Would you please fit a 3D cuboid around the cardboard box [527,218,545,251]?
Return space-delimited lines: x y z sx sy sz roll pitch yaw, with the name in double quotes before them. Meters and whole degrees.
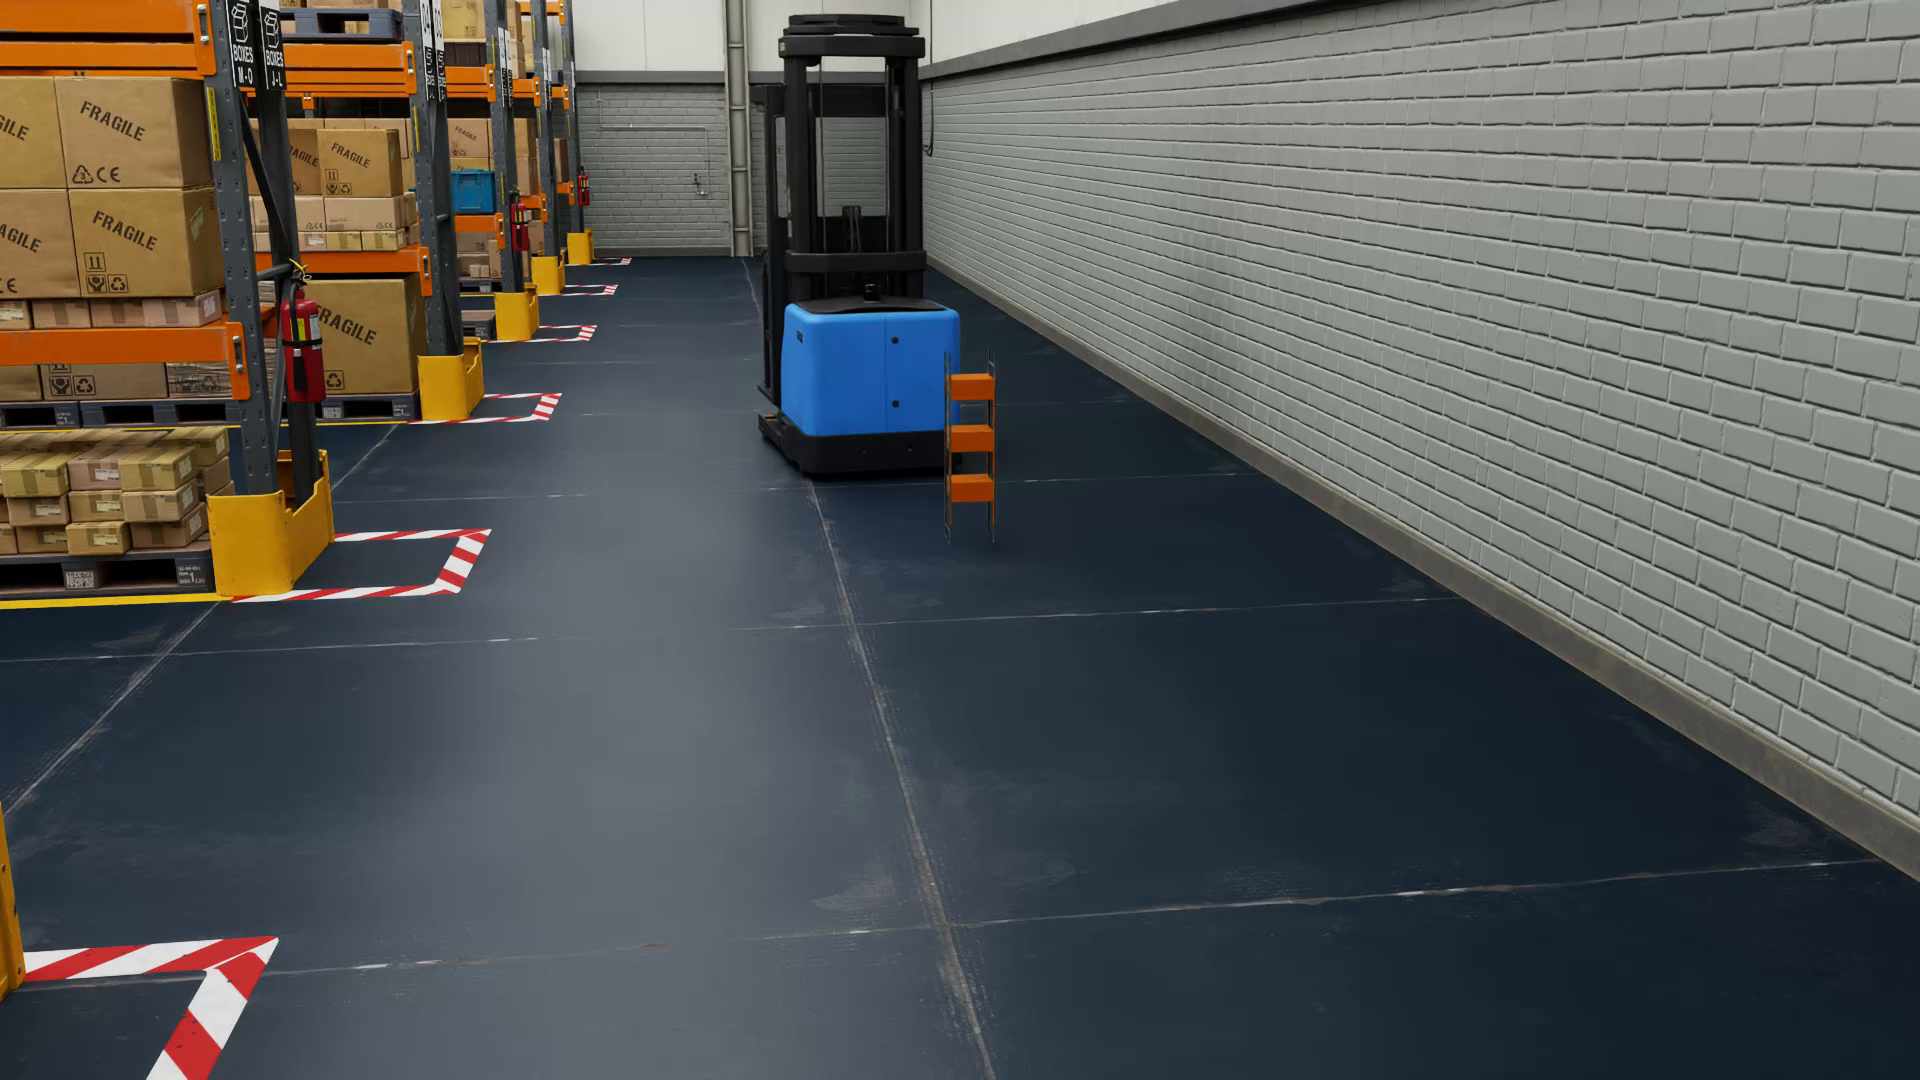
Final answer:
"cardboard box" -7.012 -5.038 27.418 0.500 0.500 0.700 -2 14 -8

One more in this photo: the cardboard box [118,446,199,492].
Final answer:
"cardboard box" -3.968 -0.354 8.241 0.250 0.149 0.380 -2 14 -8

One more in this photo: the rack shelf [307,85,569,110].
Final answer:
"rack shelf" -8.312 -7.129 26.796 4.000 0.370 1.077 -2 14 -8

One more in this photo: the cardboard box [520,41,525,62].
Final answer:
"cardboard box" -6.140 -6.573 22.380 0.500 0.250 0.500 -2 14 -8

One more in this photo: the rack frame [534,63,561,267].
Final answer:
"rack frame" -5.593 -4.904 22.612 0.127 3.000 1.000 -2 14 -8

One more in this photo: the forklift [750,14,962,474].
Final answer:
"forklift" -0.862 -2.160 11.810 1.130 2.935 3.031 -4 15 -15

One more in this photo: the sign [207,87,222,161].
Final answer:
"sign" -3.419 -1.905 7.623 0.005 0.325 0.100 -2 14 -8

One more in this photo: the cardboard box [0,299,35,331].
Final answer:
"cardboard box" -4.508 -1.096 7.940 0.250 0.149 0.380 -2 14 -7

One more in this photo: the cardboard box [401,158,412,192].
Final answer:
"cardboard box" -7.500 -4.817 22.056 0.500 0.500 0.500 -2 14 -9

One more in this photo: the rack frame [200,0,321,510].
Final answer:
"rack frame" -3.482 -1.325 8.338 0.127 3.000 1.000 -2 14 -8

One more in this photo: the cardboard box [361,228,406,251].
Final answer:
"cardboard box" -4.424 -2.307 12.773 0.250 0.149 0.380 -2 14 -7

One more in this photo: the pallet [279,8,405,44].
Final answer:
"pallet" -4.853 -3.904 12.638 1.213 0.211 1.003 -2 14 -8

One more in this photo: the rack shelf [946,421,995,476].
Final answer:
"rack shelf" 0.053 -0.501 9.104 0.240 0.259 0.215 -2 14 -8

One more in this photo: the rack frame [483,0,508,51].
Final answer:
"rack frame" -4.859 -6.623 17.130 0.127 3.000 1.000 -2 14 -8

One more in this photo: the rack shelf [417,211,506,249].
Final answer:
"rack shelf" -6.836 -3.291 17.659 4.000 0.370 1.077 -2 14 -8

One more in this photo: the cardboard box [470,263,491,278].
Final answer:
"cardboard box" -6.508 -3.672 22.616 0.250 0.166 0.380 -2 14 -8

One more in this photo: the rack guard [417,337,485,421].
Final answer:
"rack guard" -4.097 -1.310 13.417 0.348 0.500 1.175 -2 14 -8

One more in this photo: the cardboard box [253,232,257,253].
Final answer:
"cardboard box" -5.434 -2.270 12.624 0.250 0.149 0.380 -2 14 -10

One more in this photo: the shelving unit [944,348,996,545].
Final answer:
"shelving unit" 0.053 -0.511 9.102 0.252 1.050 0.215 -2 14 -8

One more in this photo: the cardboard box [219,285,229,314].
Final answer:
"cardboard box" -3.851 -1.270 8.636 0.250 0.149 0.380 -2 14 -9

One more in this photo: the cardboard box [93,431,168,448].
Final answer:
"cardboard box" -4.305 -0.458 8.656 0.250 0.149 0.380 -2 14 -7

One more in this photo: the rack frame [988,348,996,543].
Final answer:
"rack frame" 0.174 -0.516 9.119 0.008 1.050 0.200 -2 14 -8

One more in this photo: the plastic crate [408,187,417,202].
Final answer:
"plastic crate" -5.803 -3.707 18.058 0.300 0.233 0.416 -2 14 -8

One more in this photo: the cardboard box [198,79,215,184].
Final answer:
"cardboard box" -3.965 -2.050 8.357 0.500 0.500 0.500 -2 14 -9

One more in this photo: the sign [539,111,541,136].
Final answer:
"sign" -5.530 -5.485 21.897 0.005 0.325 0.100 -2 14 -8

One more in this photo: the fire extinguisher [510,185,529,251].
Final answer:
"fire extinguisher" -4.642 -3.391 17.501 0.183 0.674 0.296 -2 14 -8

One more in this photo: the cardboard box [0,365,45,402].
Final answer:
"cardboard box" -7.412 -1.554 12.758 0.875 0.875 0.875 -2 14 -8

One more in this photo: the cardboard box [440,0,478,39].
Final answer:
"cardboard box" -6.605 -6.873 22.032 0.500 0.500 0.700 -2 14 -8

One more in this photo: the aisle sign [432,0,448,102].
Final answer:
"aisle sign" -4.094 -3.857 13.091 0.004 0.787 0.394 -2 14 -8

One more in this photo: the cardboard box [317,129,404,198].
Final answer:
"cardboard box" -4.563 -2.876 12.678 0.500 0.500 0.500 -2 14 -8

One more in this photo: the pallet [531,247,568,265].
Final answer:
"pallet" -7.114 -4.695 27.511 1.213 0.211 1.003 -2 14 -8

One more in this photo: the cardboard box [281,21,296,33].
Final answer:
"cardboard box" -8.558 -6.759 21.578 0.500 0.500 0.700 -2 14 -8

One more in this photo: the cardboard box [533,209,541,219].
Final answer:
"cardboard box" -6.918 -5.405 27.549 0.250 0.149 0.380 -2 14 -8

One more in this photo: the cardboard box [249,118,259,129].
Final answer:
"cardboard box" -9.040 -5.242 21.698 0.500 0.500 0.500 -2 14 -7

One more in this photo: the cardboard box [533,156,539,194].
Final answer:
"cardboard box" -6.071 -5.000 22.788 0.500 0.500 0.500 -2 14 -7

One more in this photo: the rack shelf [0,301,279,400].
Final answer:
"rack shelf" -5.459 -0.903 8.136 4.000 0.370 1.077 -2 14 -8

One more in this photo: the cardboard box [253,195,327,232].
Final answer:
"cardboard box" -5.062 -2.493 12.694 0.500 0.250 0.500 -2 14 -9

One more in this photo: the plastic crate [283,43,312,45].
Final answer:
"plastic crate" -7.096 -5.104 17.485 0.530 0.282 0.437 -2 14 -8

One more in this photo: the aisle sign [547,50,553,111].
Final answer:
"aisle sign" -5.569 -6.239 22.587 0.004 0.787 0.394 -2 14 -8

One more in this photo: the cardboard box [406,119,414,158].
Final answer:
"cardboard box" -7.003 -5.317 21.997 0.500 0.500 0.500 -2 14 -7

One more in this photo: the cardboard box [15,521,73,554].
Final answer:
"cardboard box" -4.485 -0.054 8.267 0.250 0.149 0.380 -2 14 -9

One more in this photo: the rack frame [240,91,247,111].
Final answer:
"rack frame" -9.548 -4.759 22.034 0.127 3.000 1.000 -2 14 -8

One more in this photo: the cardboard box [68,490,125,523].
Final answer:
"cardboard box" -4.228 -0.206 8.261 0.250 0.149 0.380 -2 14 -10
